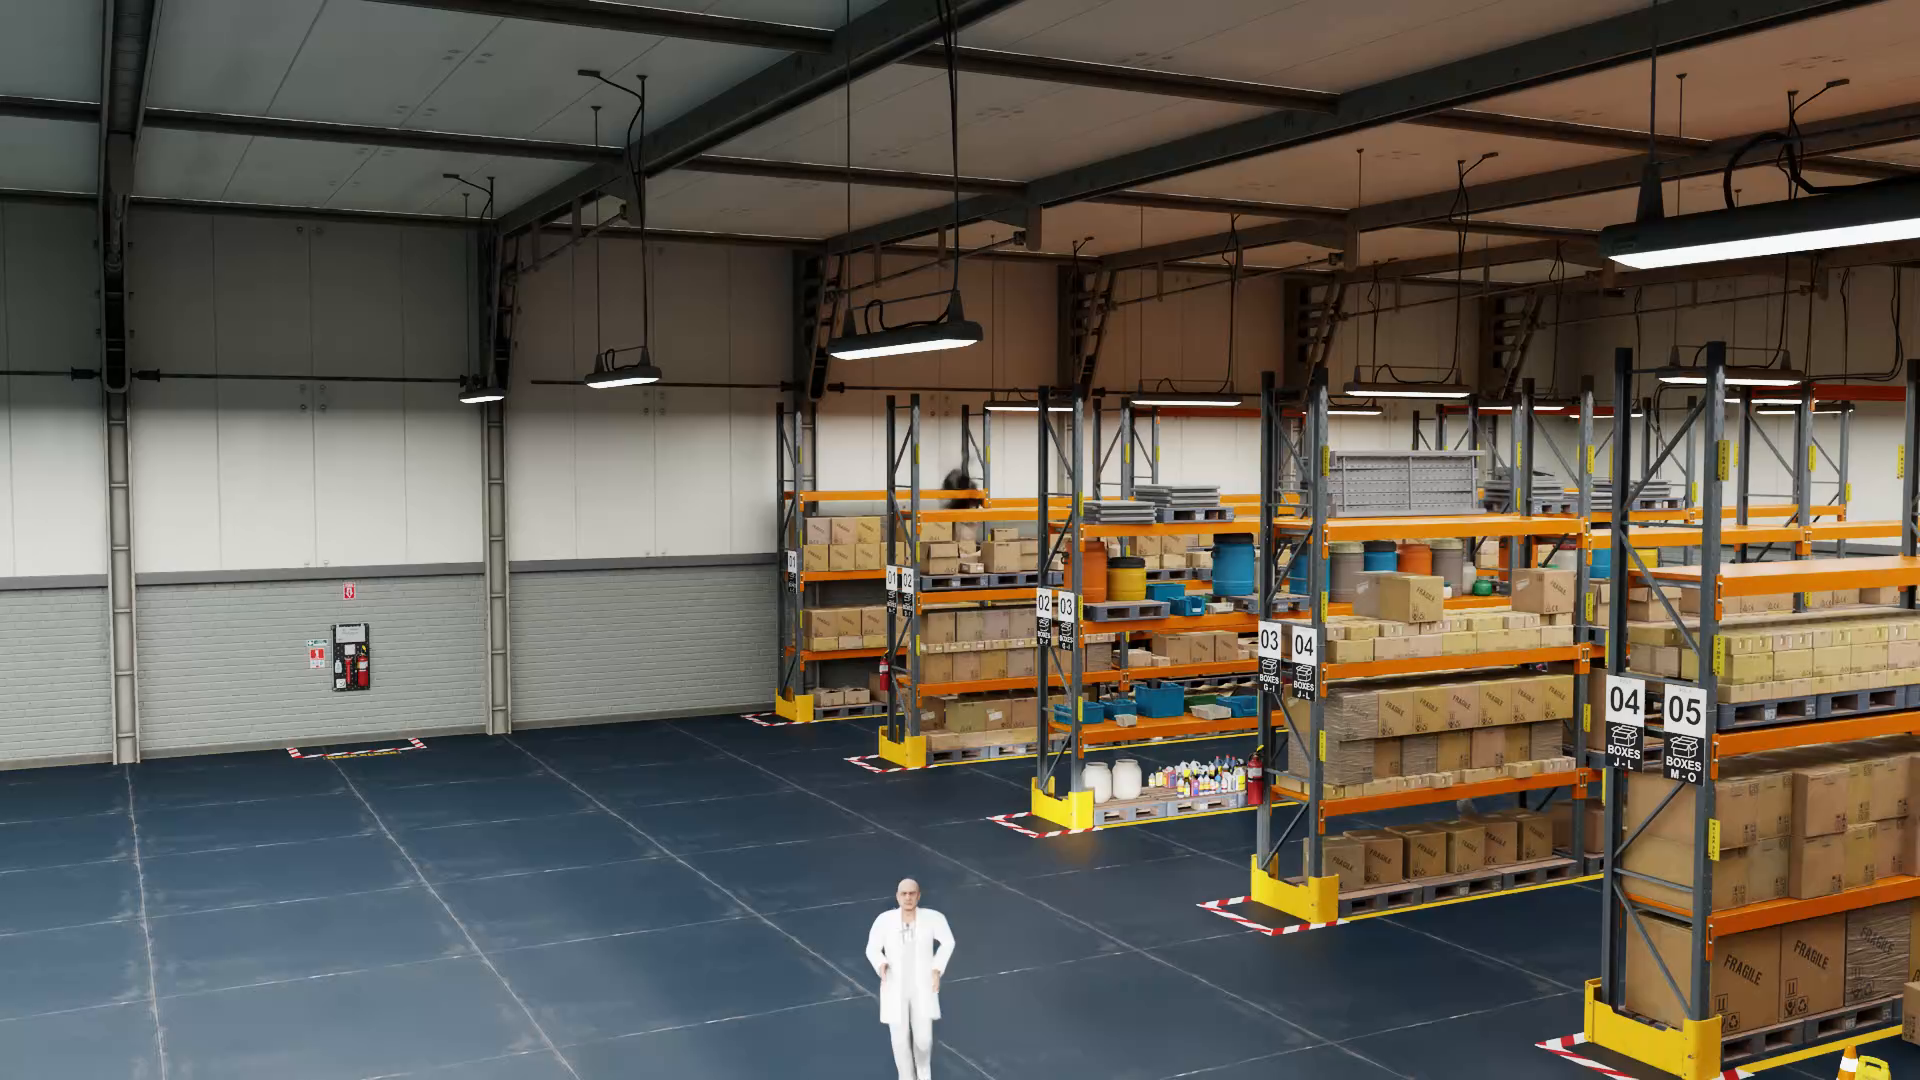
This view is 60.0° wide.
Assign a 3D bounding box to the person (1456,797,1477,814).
[{"bbox_3d":[6.685,3.109,21.816,0.598,1.631,0.608,-1,4,-25],"label":"person"}]

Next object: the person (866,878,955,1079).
[{"bbox_3d":[-0.399,3.519,13.070,0.702,1.671,0.598,0,3,2],"label":"person"}]
